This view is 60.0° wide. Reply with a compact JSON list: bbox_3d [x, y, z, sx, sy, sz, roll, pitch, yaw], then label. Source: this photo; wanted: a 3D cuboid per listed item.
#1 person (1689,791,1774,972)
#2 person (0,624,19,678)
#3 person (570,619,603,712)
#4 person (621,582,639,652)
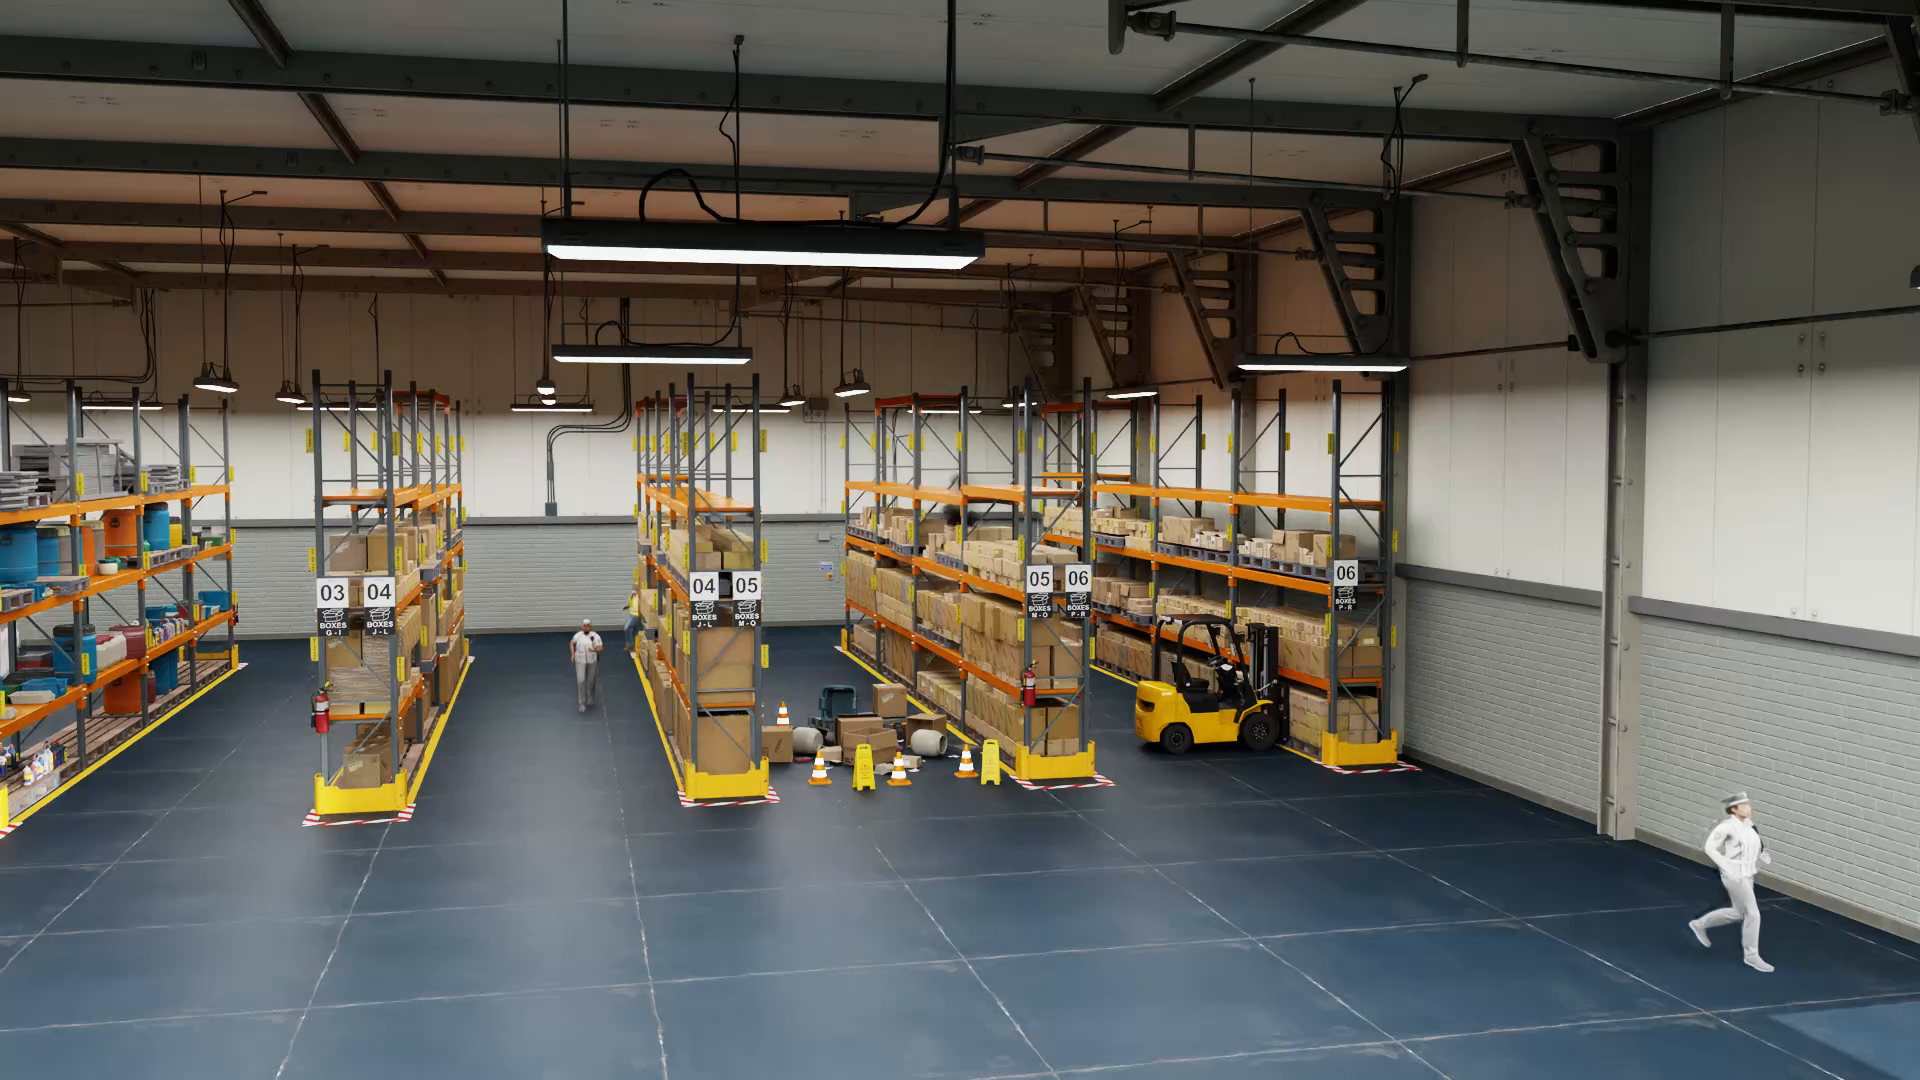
[{"bbox_3d":[7.470,3.240,16.029,0.608,1.703,0.789,-3,4,-42],"label":"person"},{"bbox_3d":[-17.890,2.346,30.889,0.709,1.750,0.945,-2,4,-27],"label":"person"},{"bbox_3d":[-7.058,2.341,31.462,0.588,1.695,0.856,-1,3,-14],"label":"person"},{"bbox_3d":[-7.794,1.826,40.098,0.741,1.791,0.744,-2,4,-30],"label":"person"}]
